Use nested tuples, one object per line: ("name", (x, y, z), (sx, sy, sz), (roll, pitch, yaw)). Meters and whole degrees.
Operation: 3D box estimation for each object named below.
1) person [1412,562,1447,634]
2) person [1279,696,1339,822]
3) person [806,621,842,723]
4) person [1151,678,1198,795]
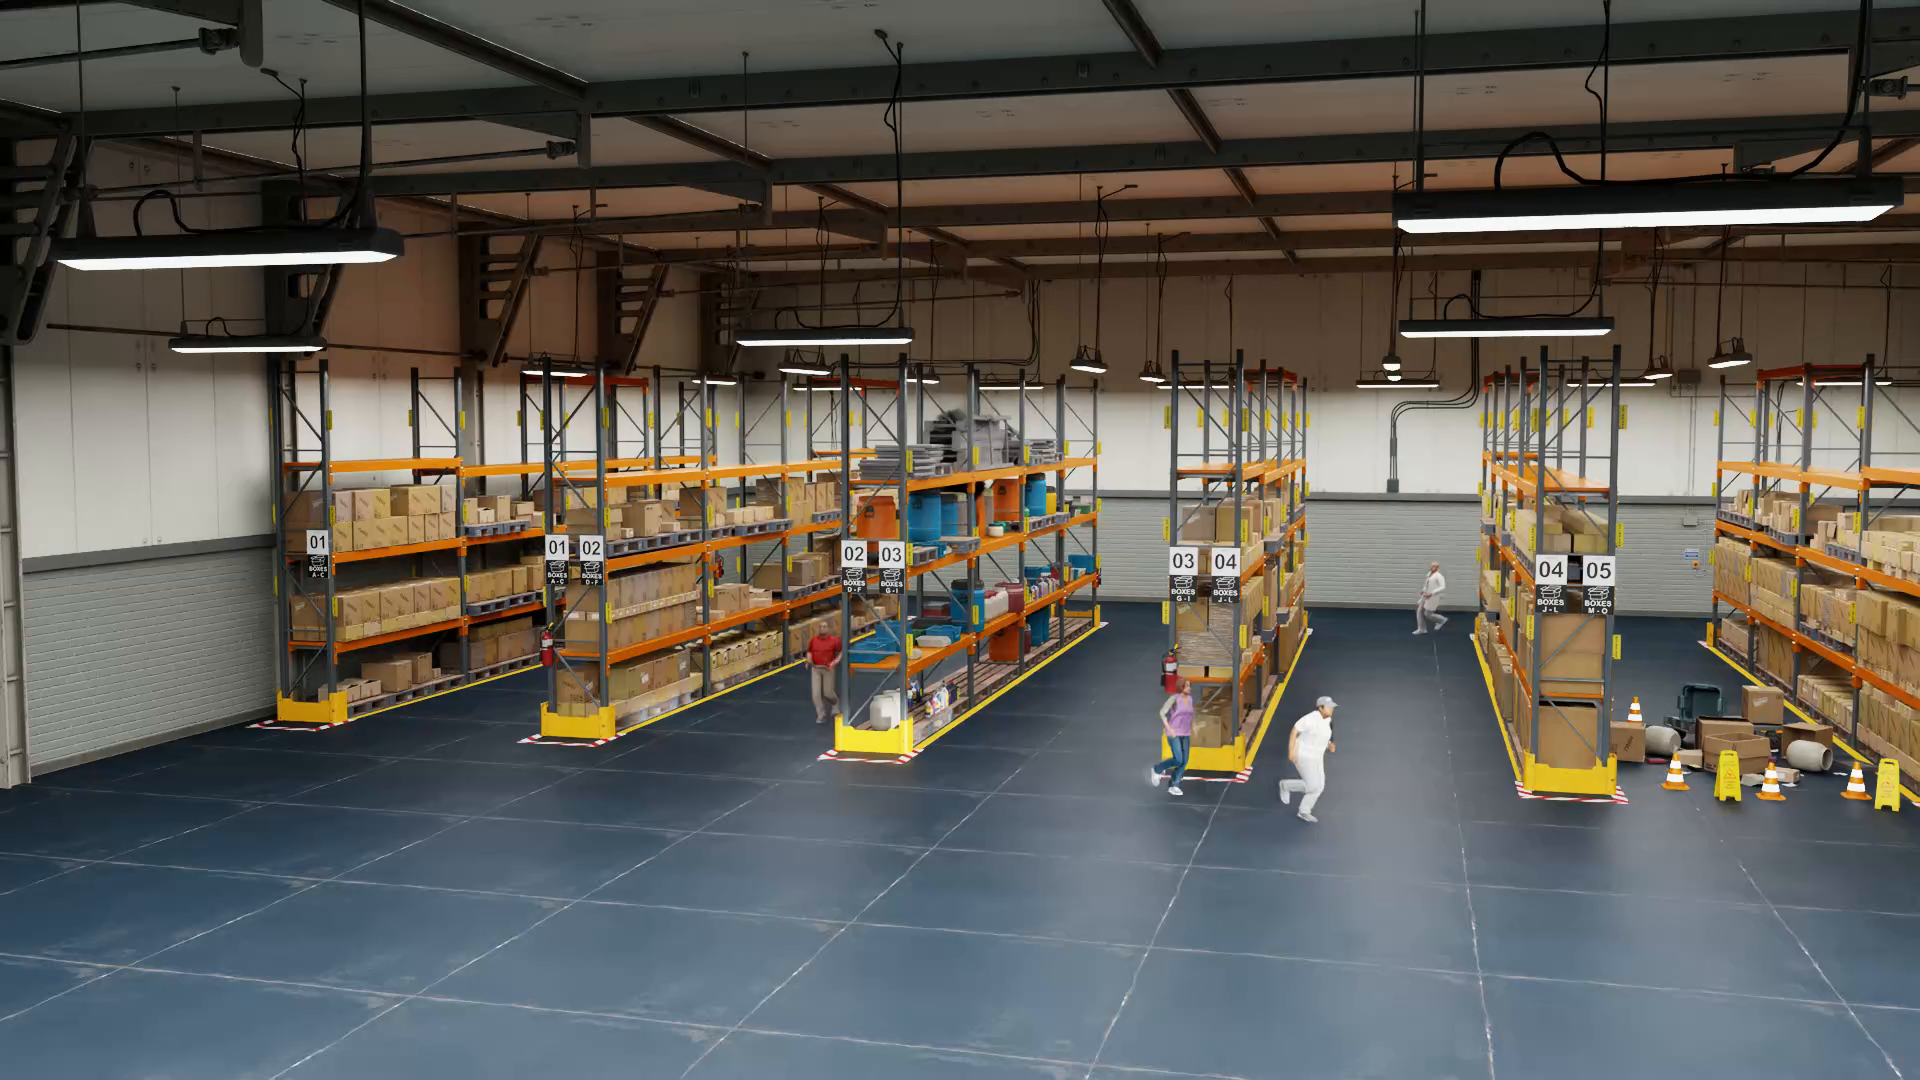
("person", (11.049, 1.364, 38.810), (0.803, 1.728, 0.754), (-1, 4, -18))
("person", (4.385, 2.732, 20.857), (0.758, 1.602, 0.599), (3, 5, 39))
("person", (-2.255, 2.178, 27.601), (0.661, 1.672, 0.629), (1, 4, 14))
("person", (2.931, 2.623, 22.417), (0.581, 1.548, 0.527), (-3, 5, -38))
